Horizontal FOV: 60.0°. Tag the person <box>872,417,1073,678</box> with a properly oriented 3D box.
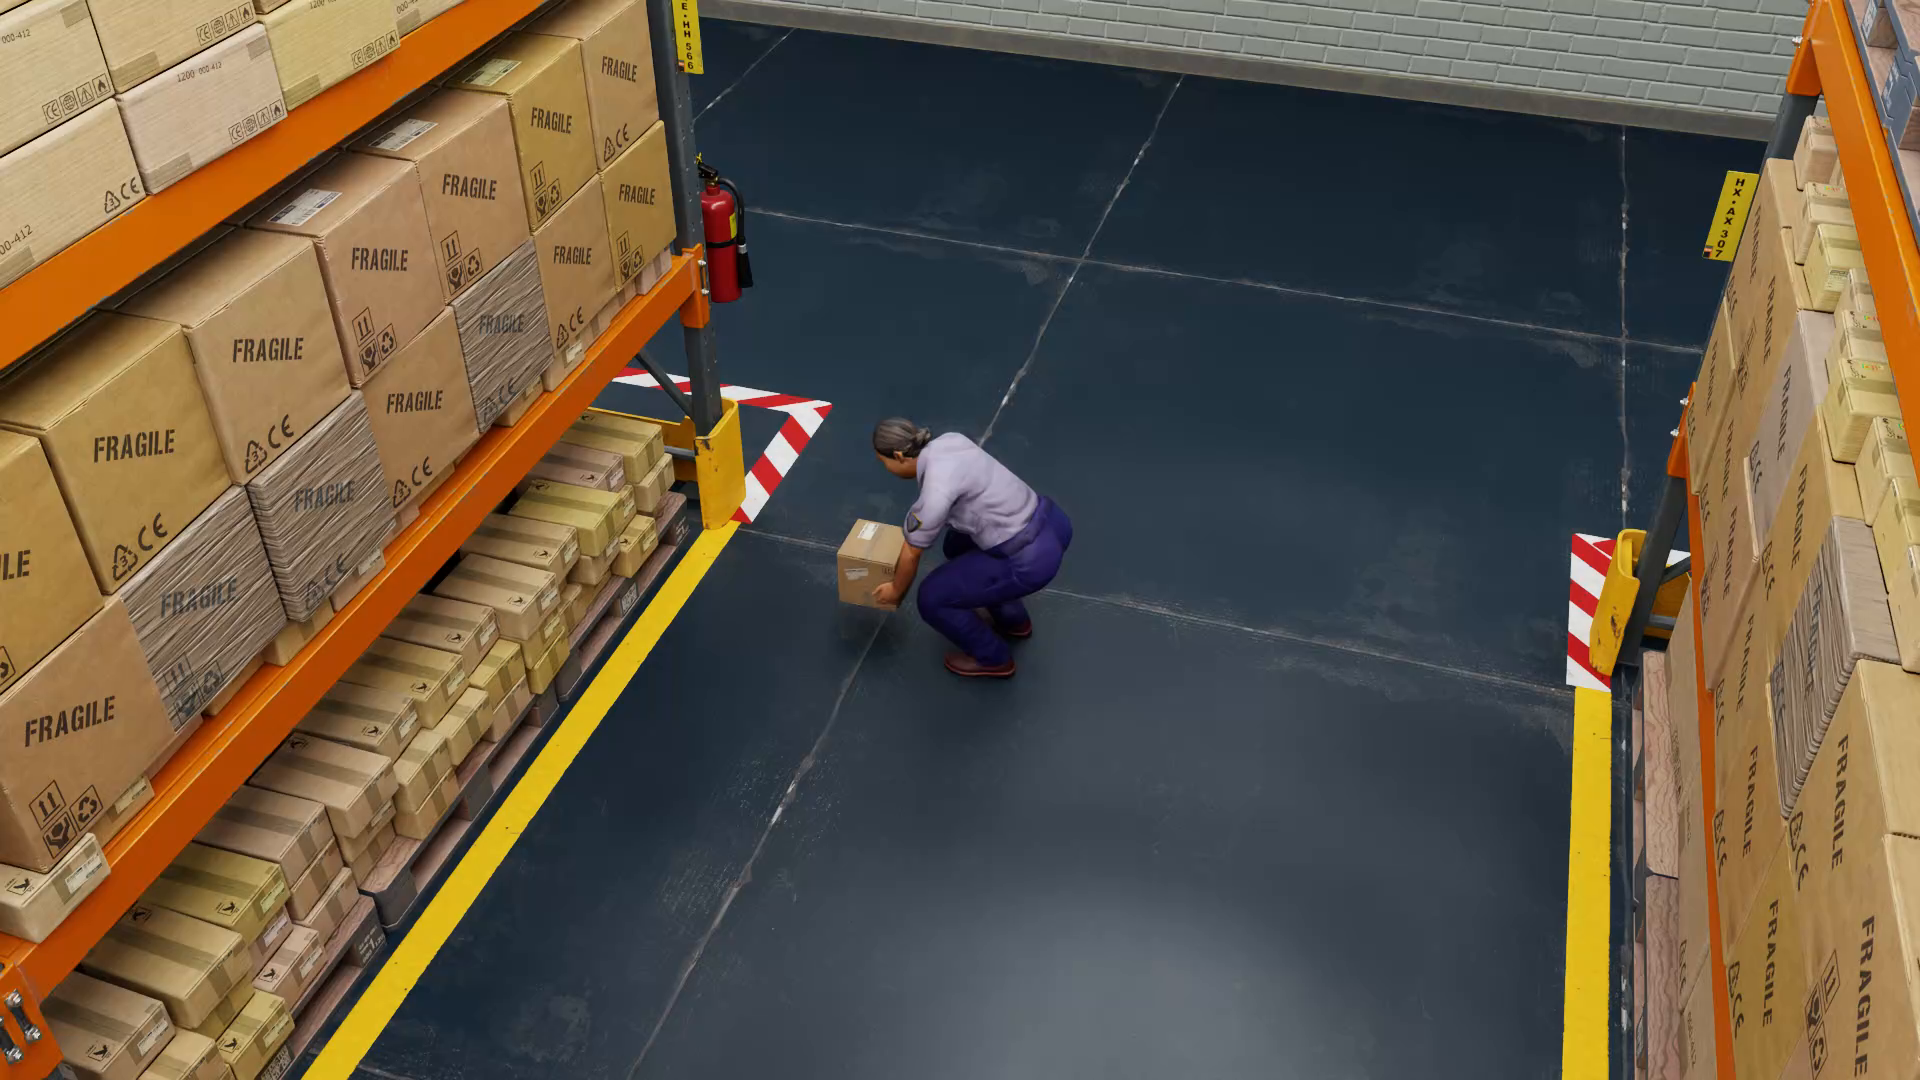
[{"bbox_3d":[0.042,0.019,6.596,0.769,1.099,0.537,11,39,14],"label":"person"}]
